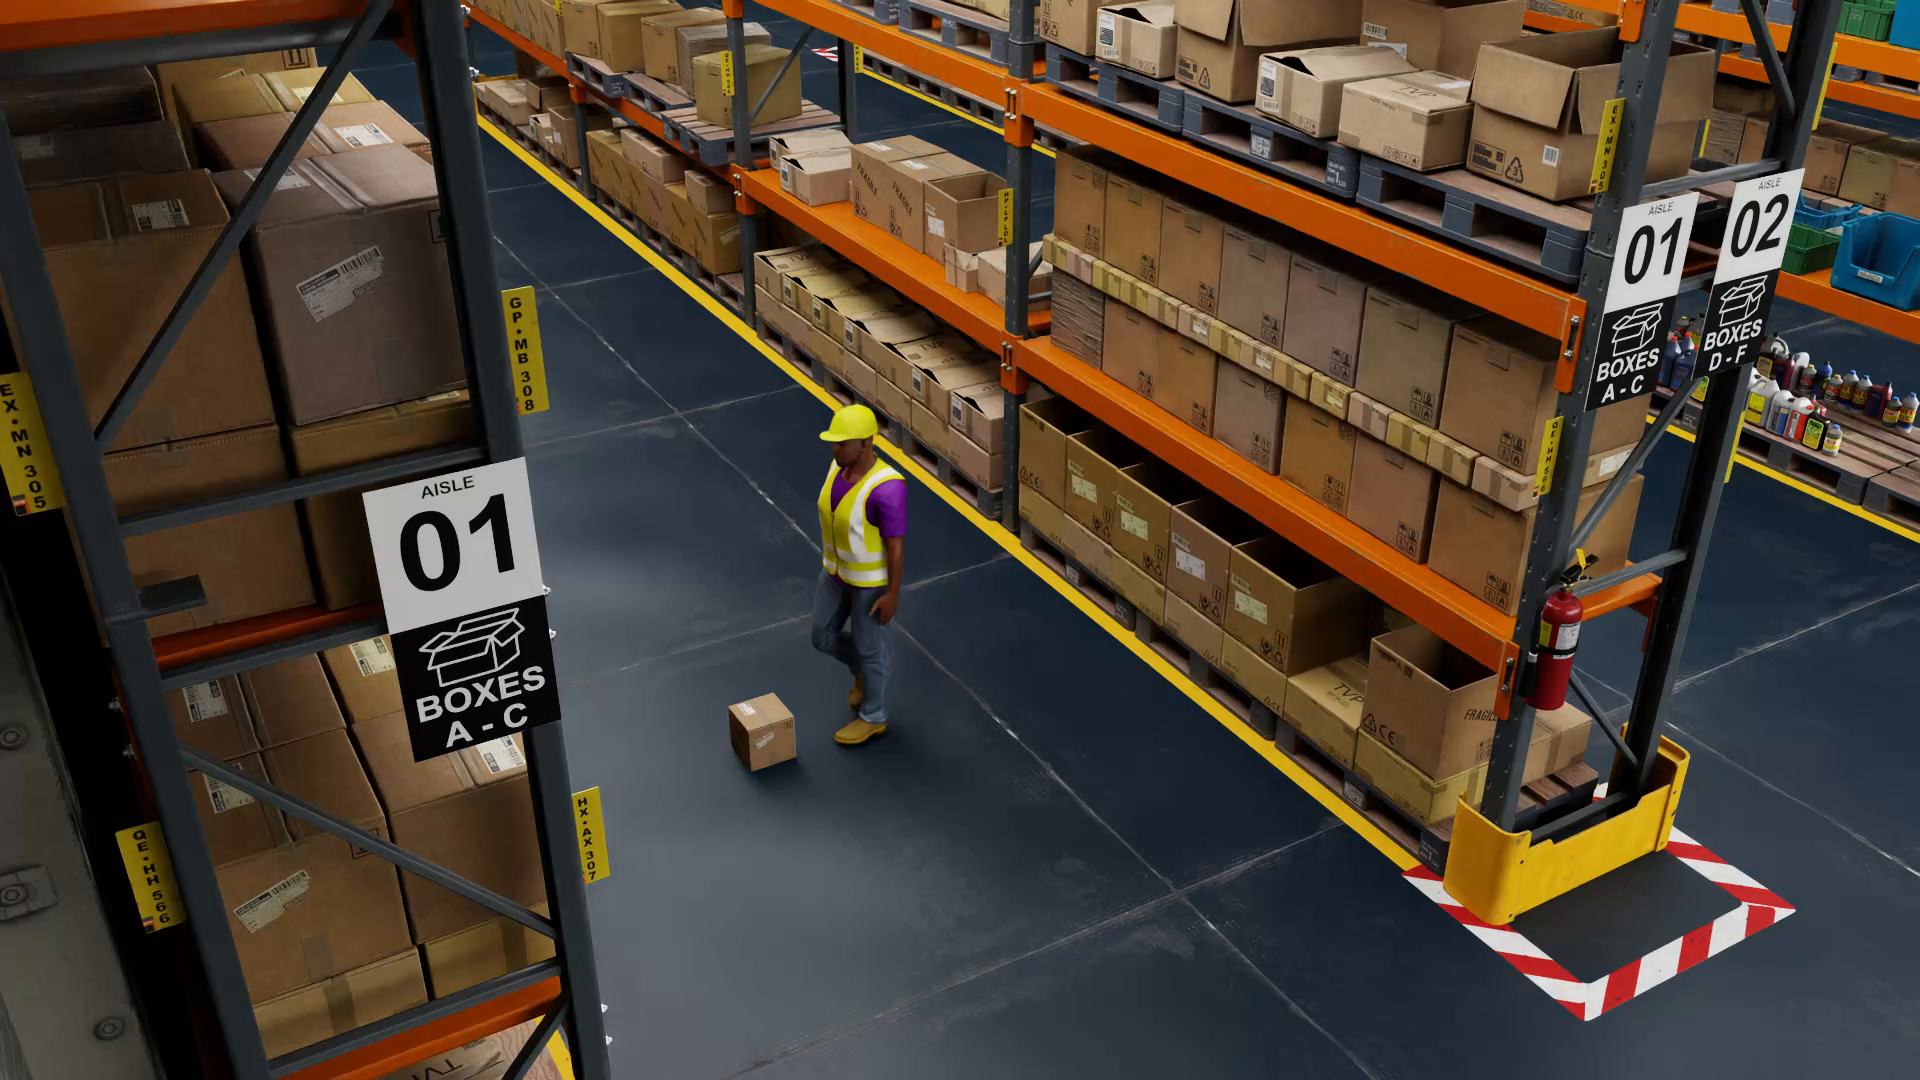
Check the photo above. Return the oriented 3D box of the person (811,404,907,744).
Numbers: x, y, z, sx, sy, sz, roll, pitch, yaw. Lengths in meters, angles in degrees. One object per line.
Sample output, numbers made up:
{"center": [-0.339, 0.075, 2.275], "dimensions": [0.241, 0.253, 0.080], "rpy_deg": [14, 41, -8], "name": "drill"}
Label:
{"center": [-0.491, 0.171, 8.212], "dimensions": [0.515, 1.767, 0.587], "rpy_deg": [-25, 38, -38], "name": "person"}
